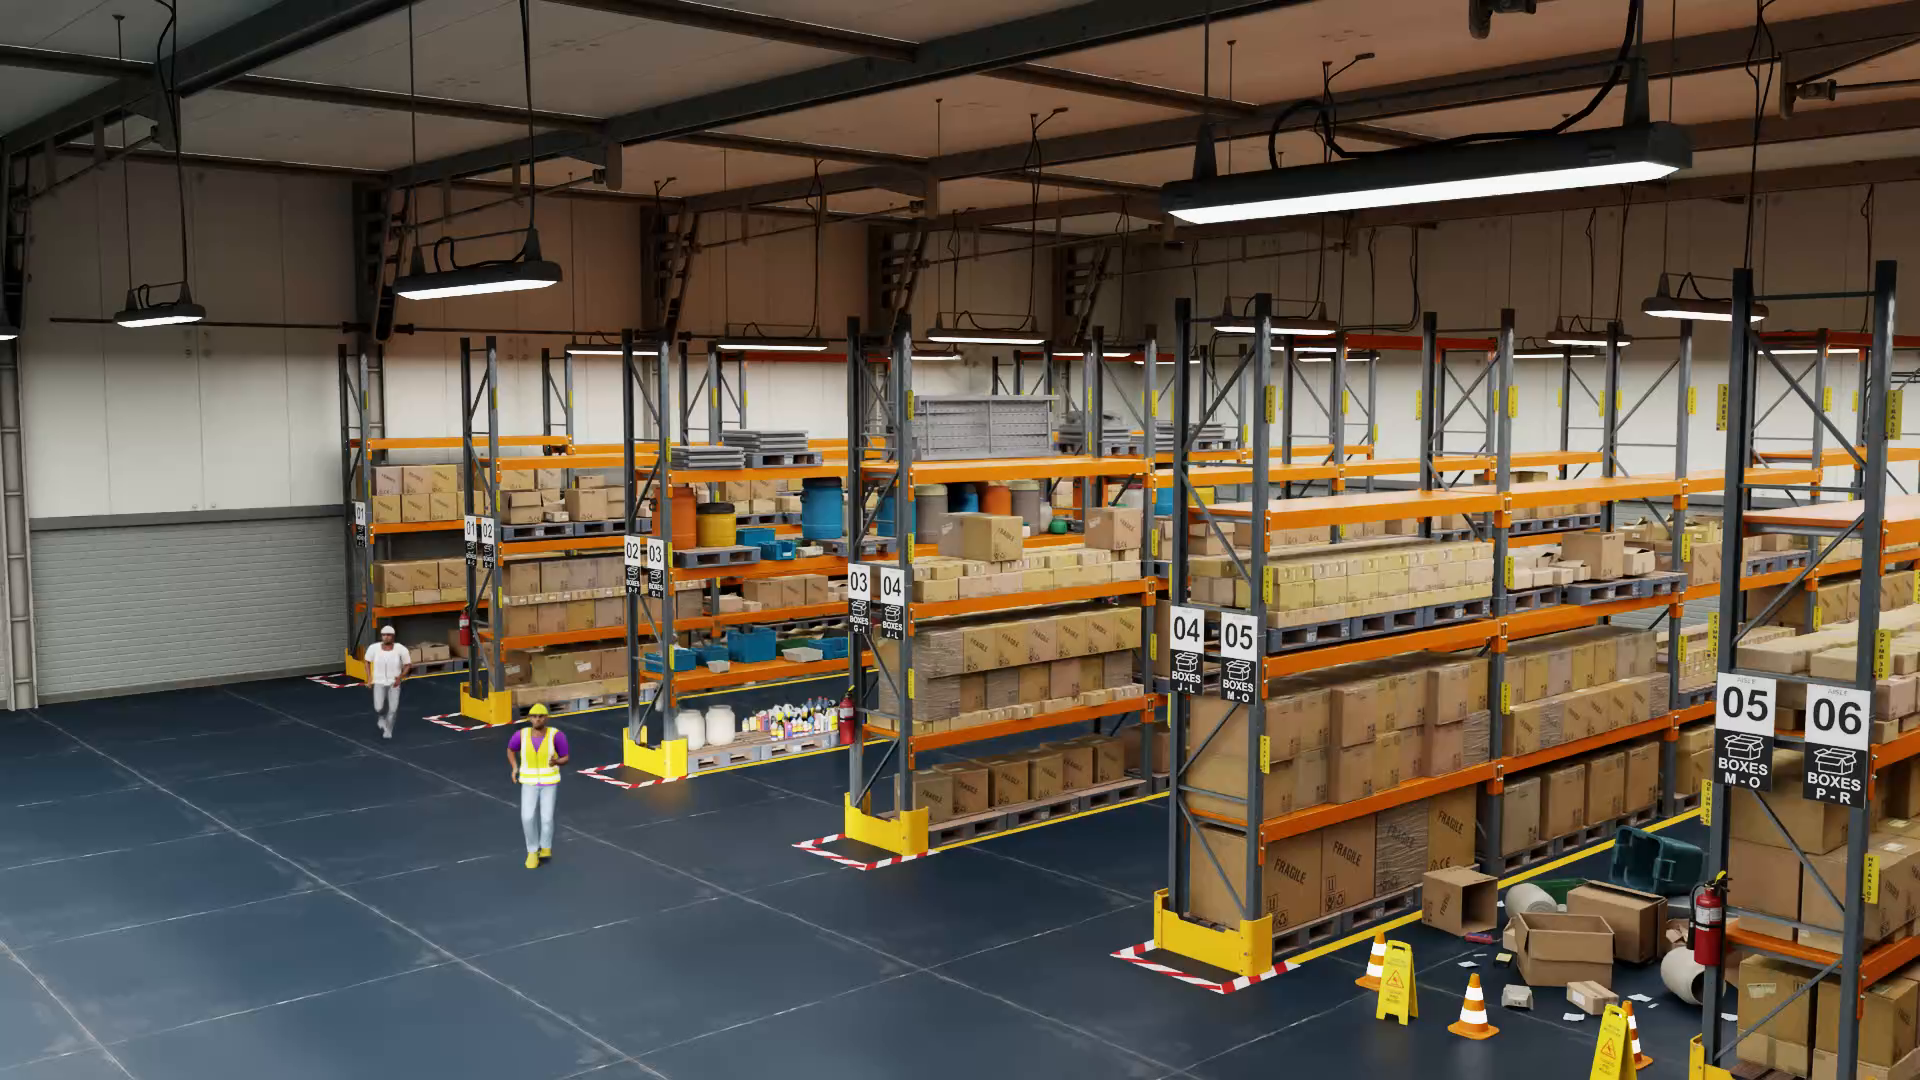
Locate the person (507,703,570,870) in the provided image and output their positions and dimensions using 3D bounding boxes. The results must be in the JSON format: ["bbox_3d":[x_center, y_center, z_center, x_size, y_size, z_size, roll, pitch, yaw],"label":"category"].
[{"bbox_3d":[-4.578,2.677,18.075,0.675,1.804,0.689,-1,5,-12],"label":"person"}]

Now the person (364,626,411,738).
[{"bbox_3d":[-8.502,2.108,24.721,0.661,1.692,0.557,-2,5,-17],"label":"person"}]

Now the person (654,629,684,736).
[{"bbox_3d":[-4.331,2.117,24.902,0.557,1.644,0.561,3,6,33],"label":"person"}]
